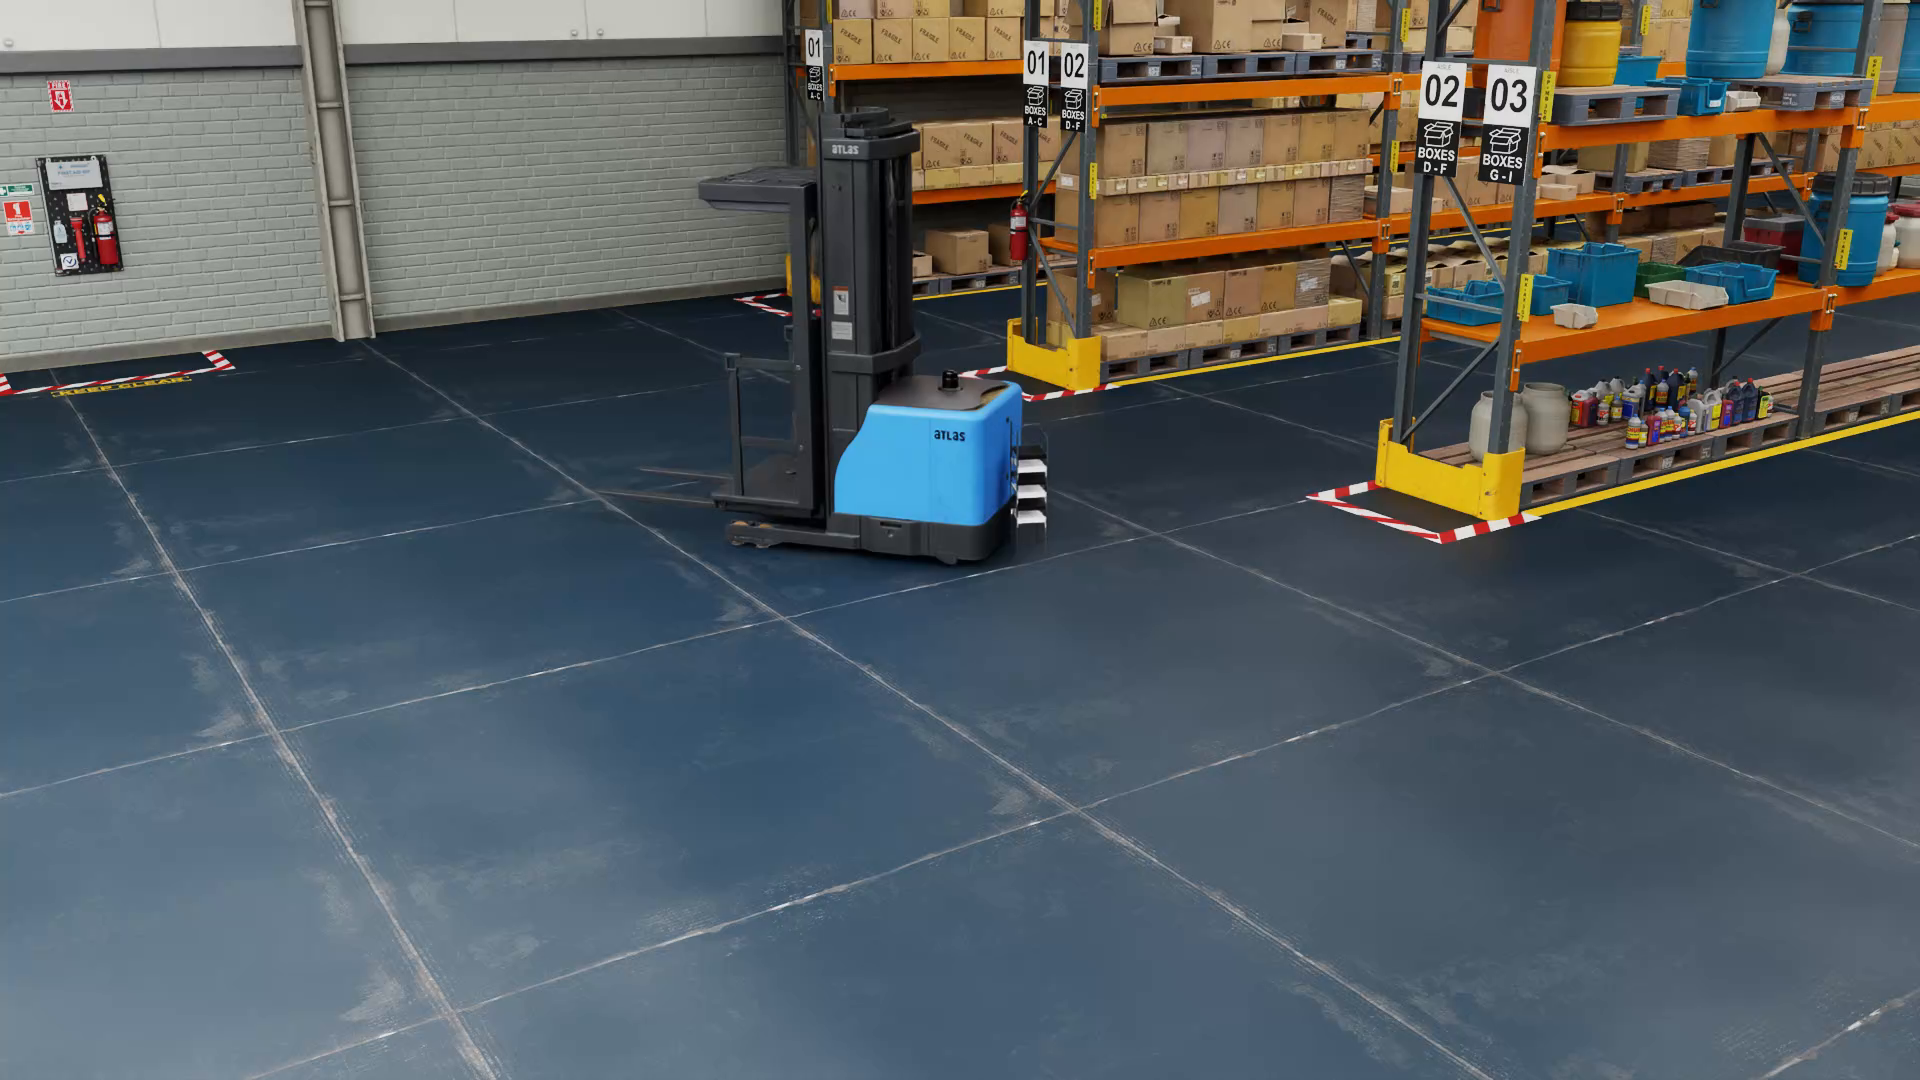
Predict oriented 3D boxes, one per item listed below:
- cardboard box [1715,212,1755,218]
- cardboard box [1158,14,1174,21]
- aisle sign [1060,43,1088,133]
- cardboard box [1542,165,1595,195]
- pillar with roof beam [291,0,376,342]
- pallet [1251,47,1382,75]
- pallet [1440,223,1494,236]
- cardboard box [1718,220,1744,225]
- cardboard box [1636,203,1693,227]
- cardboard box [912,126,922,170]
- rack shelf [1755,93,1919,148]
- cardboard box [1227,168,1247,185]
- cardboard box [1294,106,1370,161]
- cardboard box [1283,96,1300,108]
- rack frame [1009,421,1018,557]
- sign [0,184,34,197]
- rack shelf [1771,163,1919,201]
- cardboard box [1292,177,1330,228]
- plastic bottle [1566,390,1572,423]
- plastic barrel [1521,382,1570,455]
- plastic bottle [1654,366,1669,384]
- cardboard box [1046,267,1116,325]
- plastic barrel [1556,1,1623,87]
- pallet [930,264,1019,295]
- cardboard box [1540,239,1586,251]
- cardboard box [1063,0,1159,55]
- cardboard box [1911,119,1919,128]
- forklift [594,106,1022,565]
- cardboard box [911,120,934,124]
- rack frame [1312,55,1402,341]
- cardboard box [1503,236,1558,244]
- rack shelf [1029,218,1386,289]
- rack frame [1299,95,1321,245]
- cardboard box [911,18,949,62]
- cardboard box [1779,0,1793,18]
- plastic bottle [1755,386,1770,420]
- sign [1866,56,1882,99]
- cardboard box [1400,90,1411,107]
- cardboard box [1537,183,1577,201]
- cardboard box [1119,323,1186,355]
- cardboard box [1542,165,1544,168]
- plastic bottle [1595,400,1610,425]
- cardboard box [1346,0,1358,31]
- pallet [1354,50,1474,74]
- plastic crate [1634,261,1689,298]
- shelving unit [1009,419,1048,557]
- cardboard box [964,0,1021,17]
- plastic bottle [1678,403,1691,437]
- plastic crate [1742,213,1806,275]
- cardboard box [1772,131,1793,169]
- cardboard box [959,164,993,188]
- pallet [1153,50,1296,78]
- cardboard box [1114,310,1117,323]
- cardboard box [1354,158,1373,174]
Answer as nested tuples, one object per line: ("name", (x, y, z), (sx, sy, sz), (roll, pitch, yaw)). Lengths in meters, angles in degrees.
("cardboard box", (10.422, -4.157, 22.574), (0.500, 0.500, 0.500), (-13, 23, -34))
("cardboard box", (2.566, -6.829, 22.062), (0.500, 0.311, 0.500), (-11, 22, -30))
("aisle sign", (1.051, -4.177, 15.358), (0.004, 0.787, 0.394), (-12, 22, -31))
("cardboard box", (7.291, -4.354, 20.079), (0.500, 0.311, 0.500), (-10, 21, -28))
("pillar with roof beam", (-4.324, -5.352, 13.525), (0.400, 9.000, 9.100), (-12, 22, -31))
("pallet", (3.580, -4.966, 17.204), (1.213, 0.211, 1.003), (-12, 22, -31))
("pallet", (7.629, -5.000, 26.206), (1.213, 0.211, 1.003), (-12, 22, -31))
("cardboard box", (10.288, -3.929, 21.898), (0.500, 0.500, 0.500), (-12, 22, -31))
("cardboard box", (9.168, -4.248, 21.671), (0.500, 0.250, 0.500), (-12, 22, -32))
("cardboard box", (-0.807, -4.745, 20.130), (0.500, 0.500, 0.500), (-12, 22, -31))
("rack shelf", (8.670, -3.851, 14.891), (4.000, 0.370, 1.077), (-12, 22, -31))
("cardboard box", (2.668, -3.676, 16.765), (0.250, 0.149, 0.380), (-12, 22, -31))
("cardboard box", (3.911, -4.326, 17.675), (0.500, 0.500, 0.700), (-12, 22, -31))
("cardboard box", (4.620, -6.267, 23.743), (0.250, 0.149, 0.380), (-16, 24, -38))
("rack frame", (0.367, -0.351, 11.378), (0.006, 0.900, 0.240), (-3, 19, -9))
("sign", (-9.287, -3.433, 16.332), (0.331, 0.109, 0.001), (-12, 22, -31))
("rack shelf", (12.630, -5.164, 23.461), (4.000, 0.370, 1.077), (-12, 22, -31))
("cardboard box", (3.474, -3.617, 17.603), (0.500, 0.500, 0.700), (-12, 22, -32))
("plastic bottle", (5.039, -1.102, 13.874), (0.133, 0.283, 0.061), (-11, 22, -30))
("plastic barrel", (4.585, -0.959, 13.126), (0.421, 0.512, 0.421), (0, 19, 0))
("plastic bottle", (6.097, -1.341, 14.476), (0.185, 0.351, 0.144), (-11, 22, -30))
("cardboard box", (1.222, -2.465, 16.819), (0.500, 0.500, 0.500), (-12, 22, -31))
("plastic barrel", (4.541, -3.658, 12.247), (0.600, 0.588, 0.600), (0, 19, 0))
("pallet", (-0.010, -3.403, 21.482), (1.213, 0.211, 1.003), (-12, 22, -31))
("cardboard box", (7.317, -3.452, 20.035), (0.500, 0.311, 0.500), (-11, 22, -30))
("cardboard box", (1.420, -4.875, 15.761), (0.637, 0.503, 0.797), (-10, 21, -28))
("cardboard box", (13.228, -6.045, 23.224), (0.500, 0.500, 0.500), (-11, 22, -30))
("forklift", (-1.126, -1.484, 11.558), (3.031, 2.935, 1.130), (6, 20, 17))
("cardboard box", (-0.658, -4.975, 20.810), (0.500, 0.500, 0.500), (-13, 22, -33))
("rack frame", (4.279, -3.744, 18.135), (0.127, 3.000, 1.000), (-12, 22, -31))
("cardboard box", (7.020, -3.597, 20.462), (0.500, 0.311, 0.500), (-11, 22, -30))
("rack shelf", (2.608, -3.051, 17.208), (4.000, 0.370, 1.077), (-12, 22, -31))
("rack frame", (4.892, -5.773, 24.137), (0.127, 3.000, 1.000), (-12, 22, -31))
("cardboard box", (-0.473, -6.011, 19.971), (0.500, 0.500, 0.500), (-11, 21, -29))
("cardboard box", (10.499, -6.799, 21.519), (0.600, 0.600, 0.600), (-14, 23, -36))
("plastic bottle", (6.779, -1.167, 14.067), (0.133, 0.283, 0.061), (-11, 21, -29))
("sign", (7.293, -3.694, 13.291), (0.005, 0.325, 0.100), (-12, 22, -31))
("cardboard box", (6.277, -6.521, 24.526), (0.500, 0.250, 0.500), (-12, 22, -31))
("cardboard box", (7.020, -4.097, 19.572), (0.250, 0.149, 0.380), (-12, 22, -31))
("cardboard box", (1.924, -2.060, 16.791), (0.500, 0.250, 0.500), (-12, 22, -31))
("cardboard box", (9.342, -6.071, 27.254), (0.250, 0.149, 0.380), (-13, 22, -33))
("plastic bottle", (5.377, -1.069, 13.905), (0.097, 0.201, 0.097), (0, 19, 0))
("cardboard box", (5.257, -7.549, 23.863), (0.500, 0.500, 0.700), (-14, 23, -36))
("pallet", (5.008, -5.233, 18.155), (1.217, 0.209, 0.805), (-13, 23, -34))
("plastic crate", (5.711, -2.154, 13.764), (0.662, 0.188, 0.450), (-12, 22, -31))
("shelving unit", (0.468, -0.356, 11.393), (0.210, 0.900, 0.258), (-3, 19, -9))
("cardboard box", (0.399, -6.665, 20.343), (0.500, 0.500, 0.500), (-13, 23, -33))
("plastic bottle", (5.884, -0.979, 13.531), (0.097, 0.271, 0.097), (0, 19, 0))
("plastic crate", (7.236, -2.616, 14.698), (0.583, 0.464, 0.402), (-12, 22, -31))
("cardboard box", (11.236, -5.357, 22.751), (0.500, 0.500, 0.500), (-11, 22, -31))
("cardboard box", (0.070, -4.575, 20.796), (0.500, 0.250, 0.500), (-12, 22, -31))
("pallet", (2.562, -4.752, 16.572), (1.213, 0.211, 1.003), (-12, 22, -31))
("cardboard box", (1.634, -2.200, 17.207), (0.500, 0.250, 0.500), (-12, 22, -31))
("cardboard box", (4.169, -3.993, 17.704), (0.250, 0.149, 0.380), (-12, 22, -31))
